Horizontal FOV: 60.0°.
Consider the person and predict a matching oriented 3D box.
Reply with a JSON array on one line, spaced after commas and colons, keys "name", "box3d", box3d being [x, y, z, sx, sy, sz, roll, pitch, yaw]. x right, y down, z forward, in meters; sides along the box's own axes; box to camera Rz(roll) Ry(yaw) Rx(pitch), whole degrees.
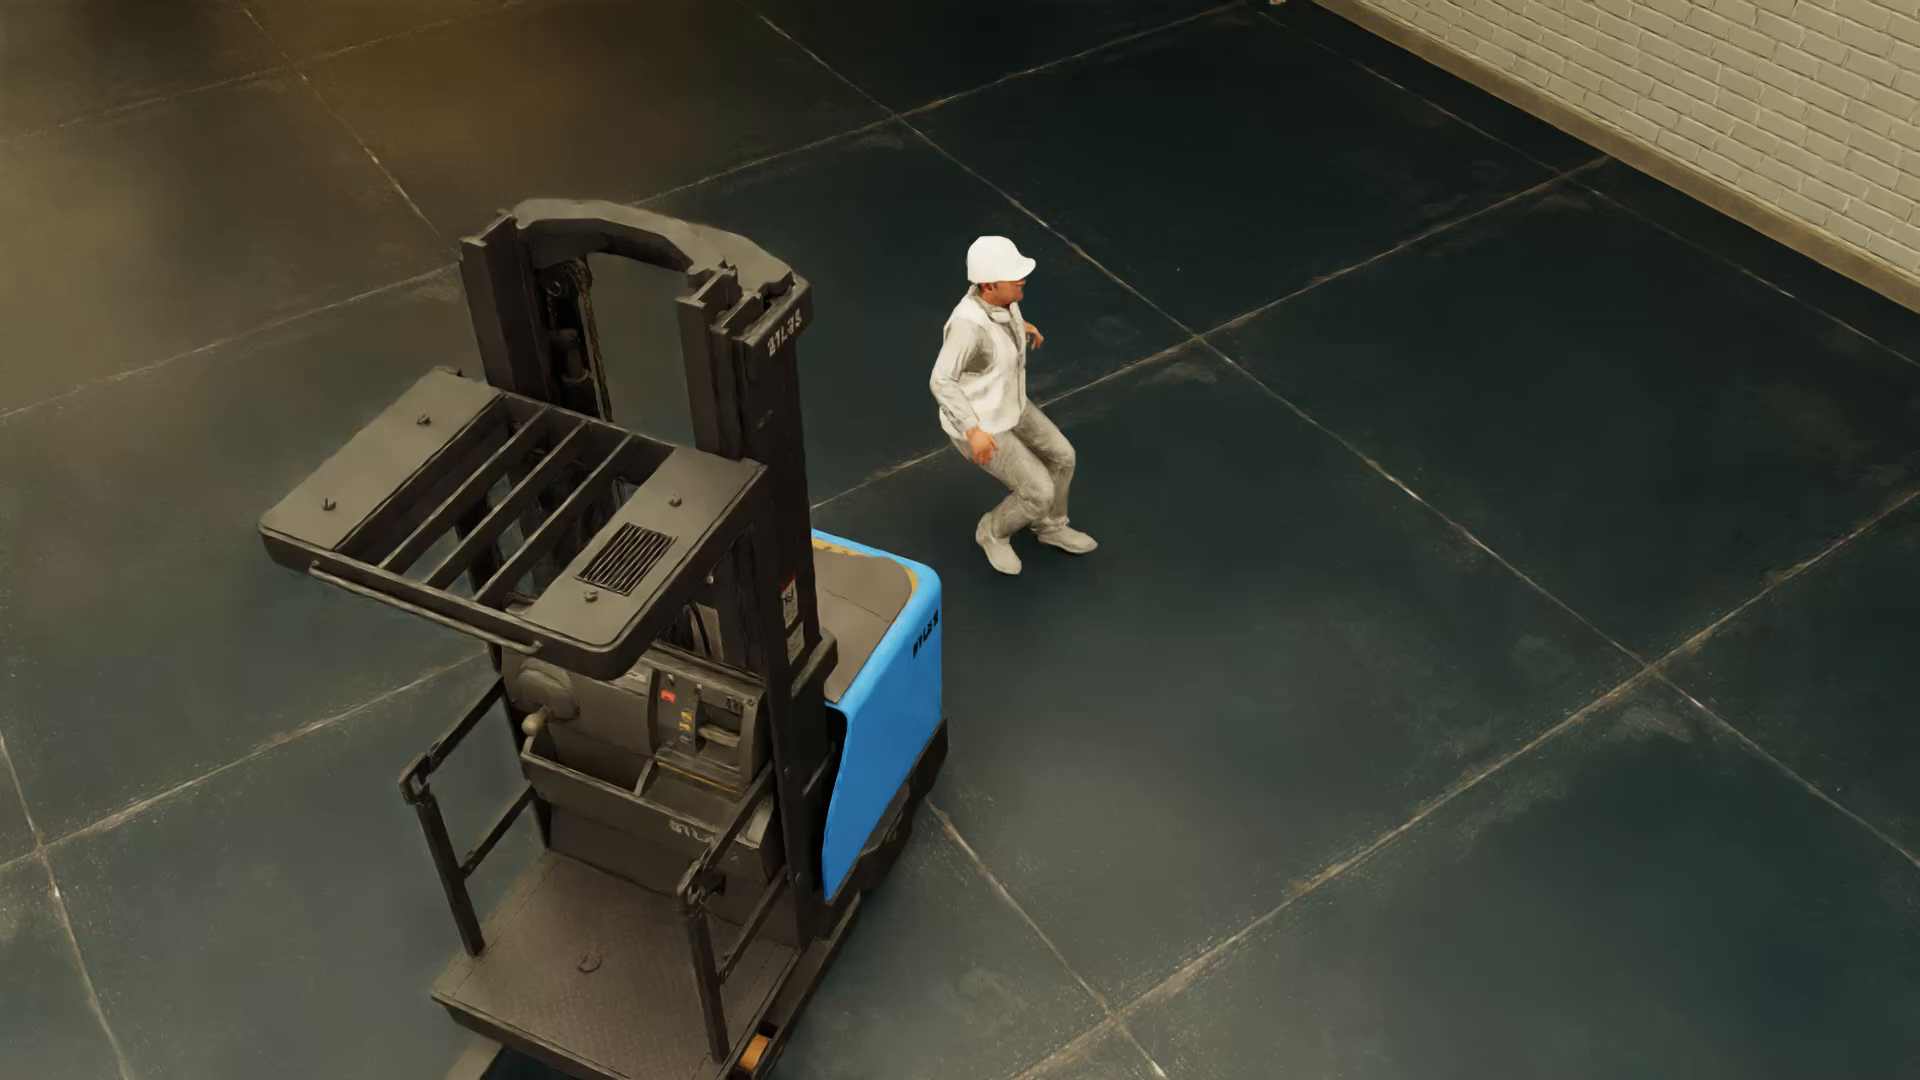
[{"name": "person", "box3d": [0.268, -0.569, 7.272, 0.720, 1.675, 1.004, 14, 45, 15]}]

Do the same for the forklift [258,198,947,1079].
[{"name": "forklift", "box3d": [-1.128, 0.590, 5.075, 1.130, 2.935, 3.031, 17, 45, 18]}]
